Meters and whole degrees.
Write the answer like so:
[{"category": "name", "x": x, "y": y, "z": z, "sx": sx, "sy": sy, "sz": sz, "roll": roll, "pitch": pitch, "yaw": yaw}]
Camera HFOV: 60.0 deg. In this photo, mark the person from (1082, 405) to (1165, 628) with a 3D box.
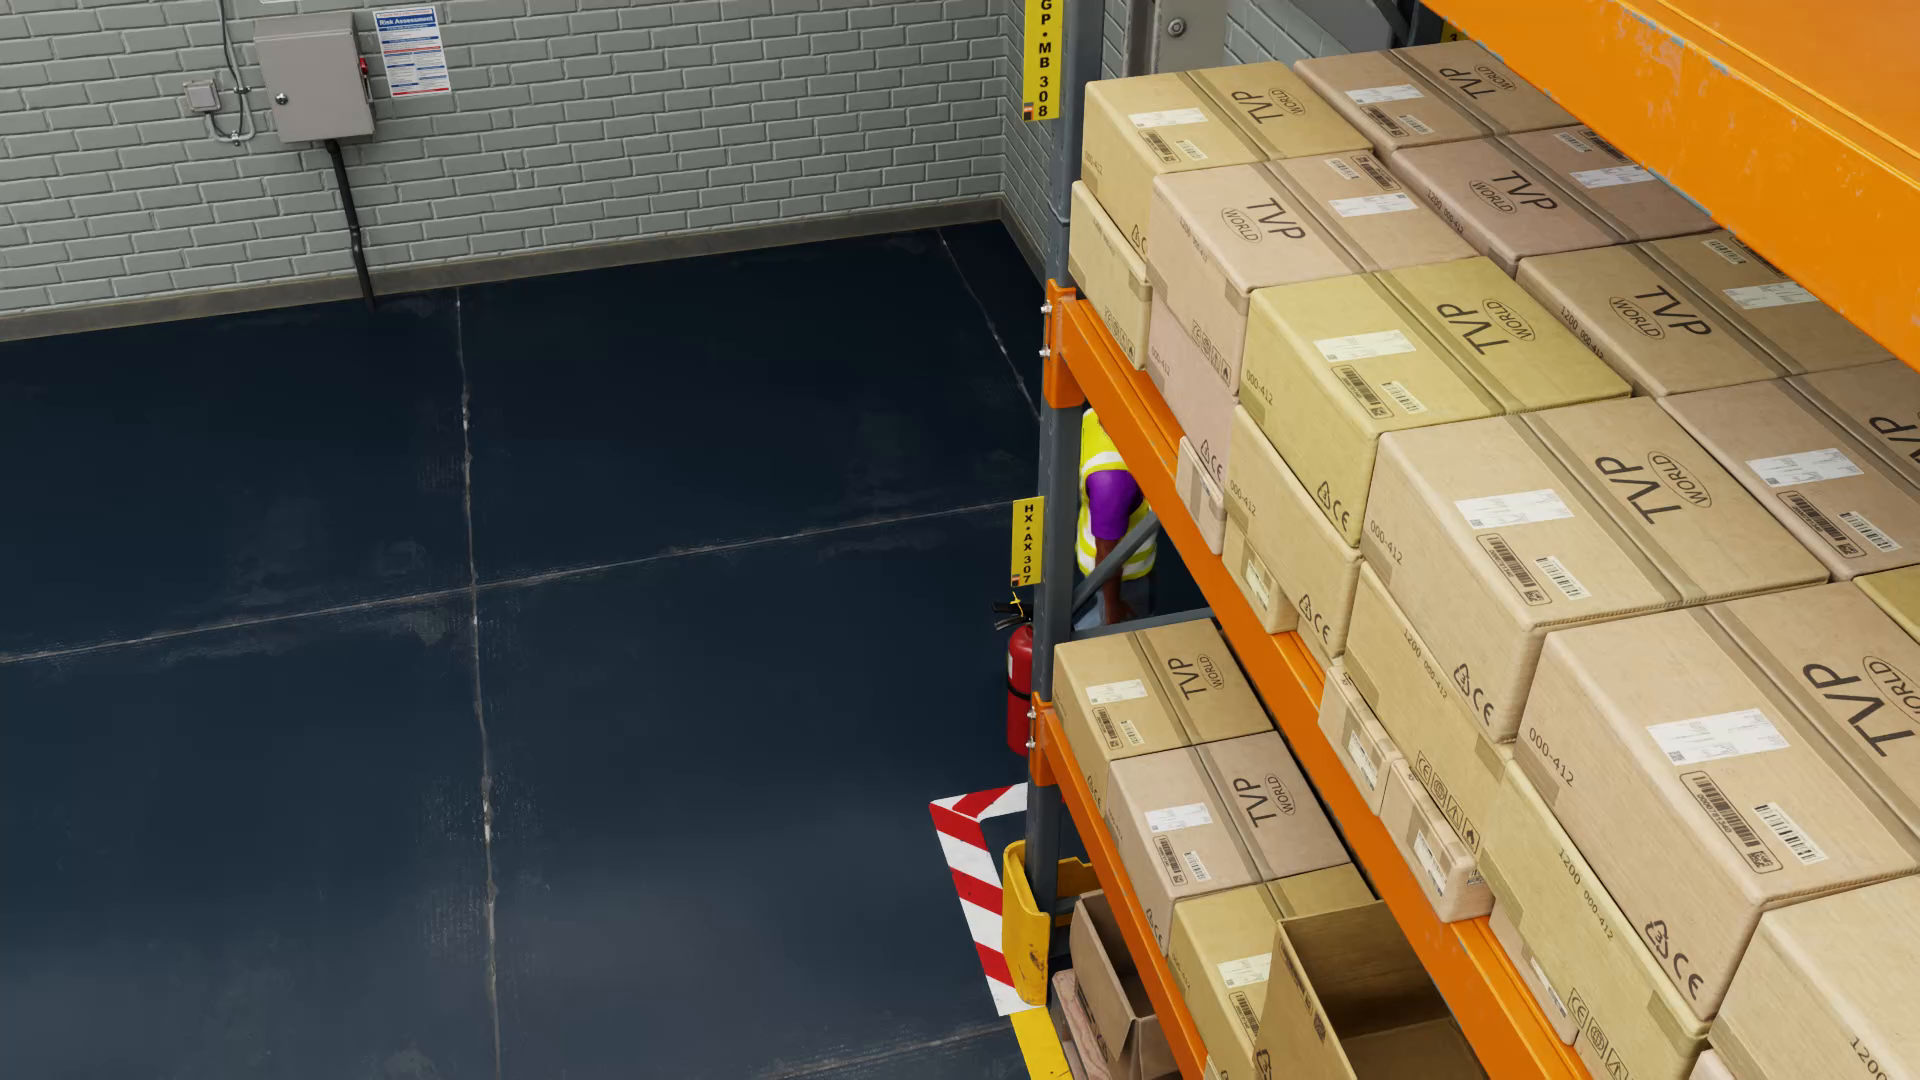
[{"category": "person", "x": 0.677, "y": 0.056, "z": 6.596, "sx": 0.468, "sy": 1.765, "sz": 0.690, "roll": 0, "pitch": 38, "yaw": -1}]
